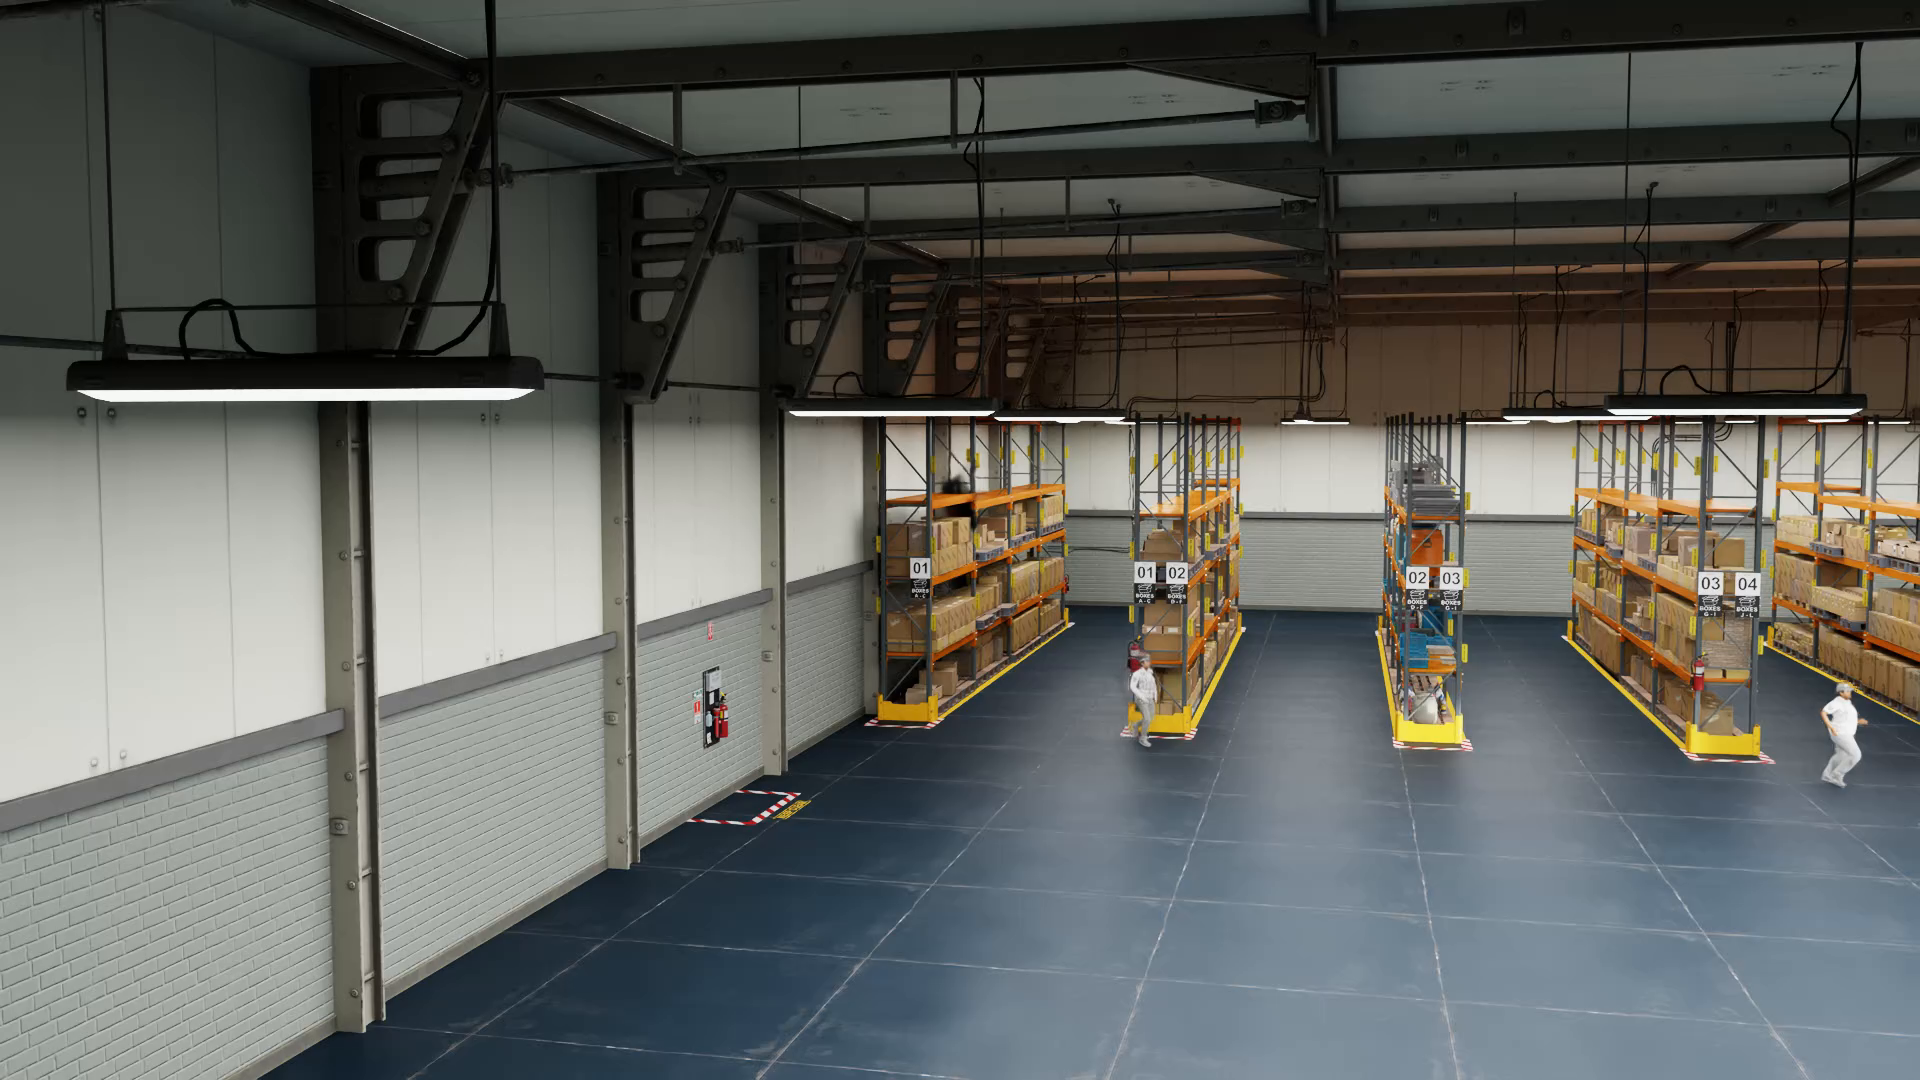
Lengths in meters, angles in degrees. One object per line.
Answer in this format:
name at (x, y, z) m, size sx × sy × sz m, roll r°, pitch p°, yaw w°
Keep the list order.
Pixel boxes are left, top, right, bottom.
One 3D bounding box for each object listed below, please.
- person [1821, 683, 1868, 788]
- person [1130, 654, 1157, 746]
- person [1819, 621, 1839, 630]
person at (14.063, 3.109, 26.451) m, size 0.668 × 1.663 × 0.581 m, roll 4°, pitch 5°, yaw 42°
person at (3.324, 2.875, 30.076) m, size 0.656 × 1.665 × 0.519 m, roll -3°, pitch 5°, yaw -40°
person at (22.988, 1.869, 44.293) m, size 0.733 × 1.713 × 0.785 m, roll -1°, pitch 4°, yaw -16°
